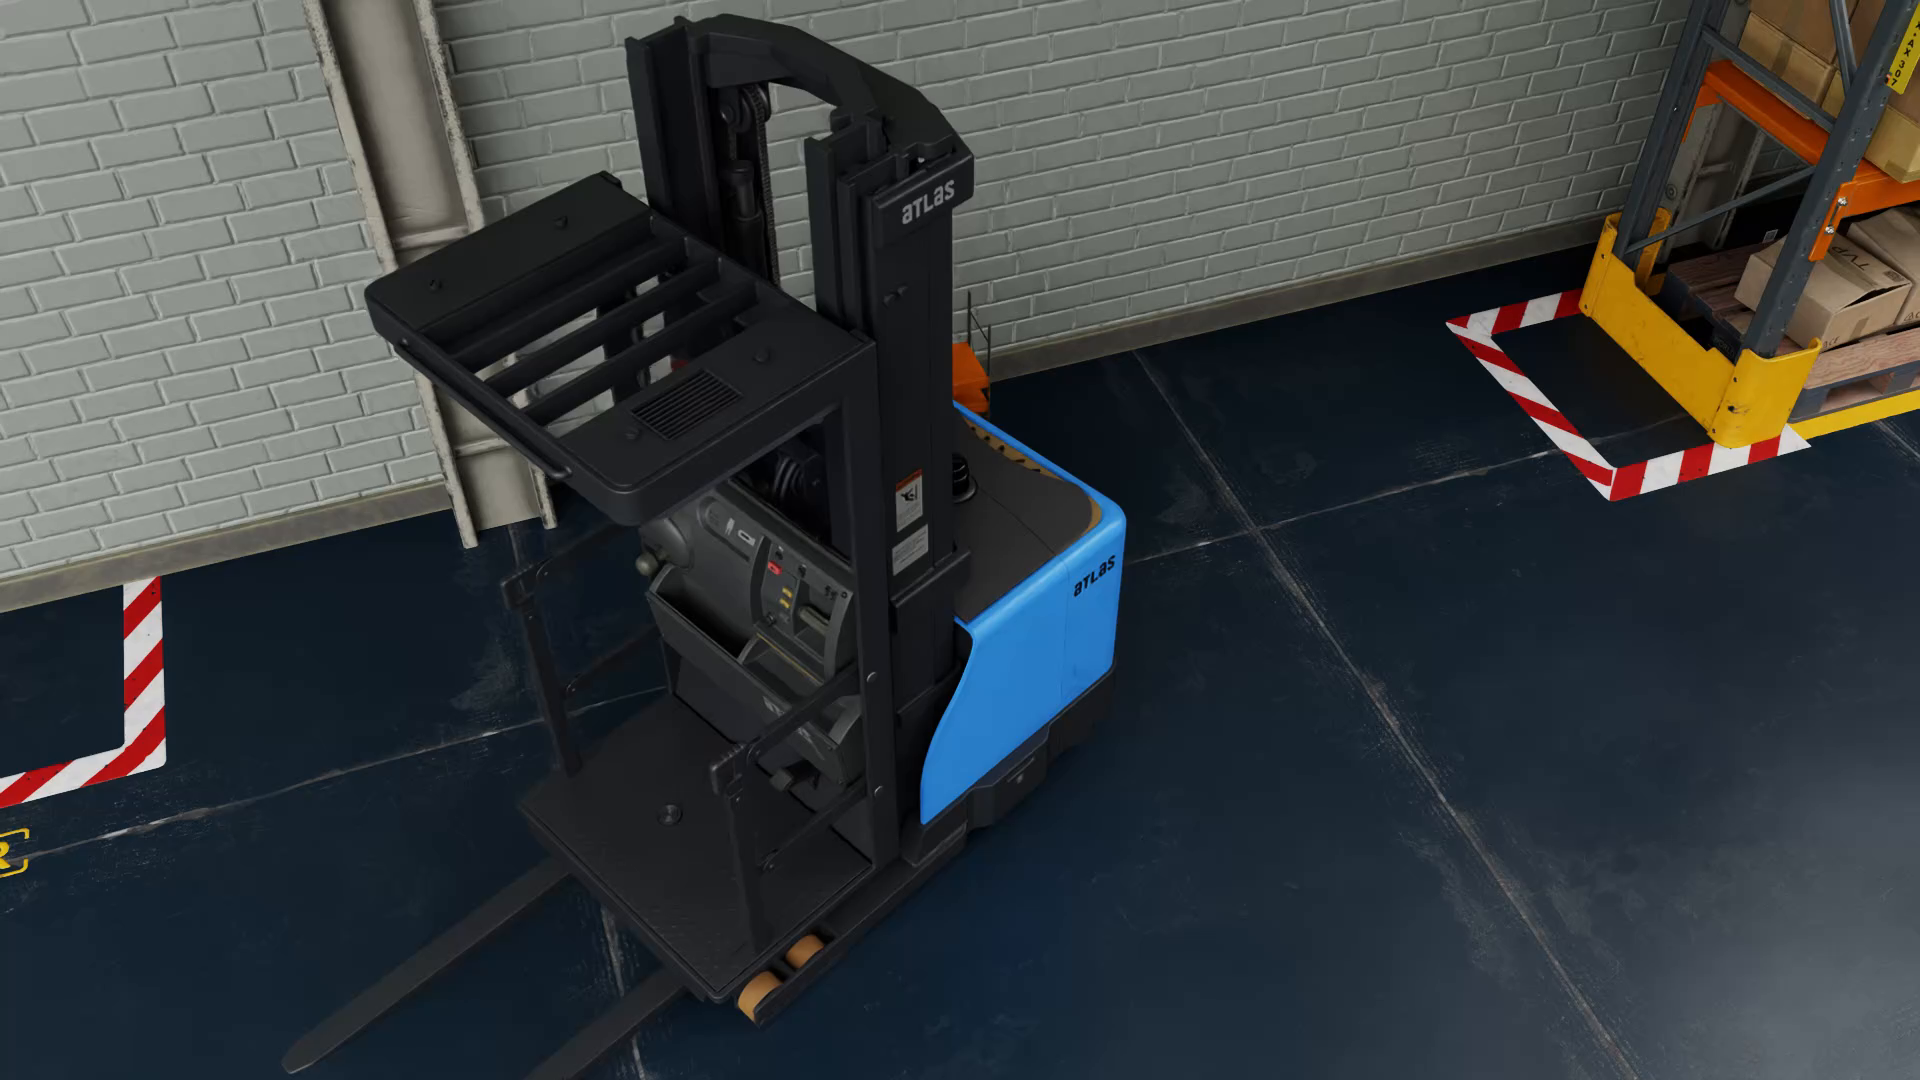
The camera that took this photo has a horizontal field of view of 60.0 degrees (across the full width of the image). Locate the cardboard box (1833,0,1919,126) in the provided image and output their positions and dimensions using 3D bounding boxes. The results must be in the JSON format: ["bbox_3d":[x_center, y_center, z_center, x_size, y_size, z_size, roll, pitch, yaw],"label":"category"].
[{"bbox_3d":[3.873,-2.003,6.500,0.500,0.500,0.500,-14,47,-14],"label":"cardboard box"}]

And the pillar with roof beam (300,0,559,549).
[{"bbox_3d":[-0.495,-0.421,1.126,0.400,9.000,9.100,-14,47,-14],"label":"pillar with roof beam"}]

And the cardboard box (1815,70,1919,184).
[{"bbox_3d":[3.889,-1.730,6.757,0.500,0.250,0.500,-16,47,-15],"label":"cardboard box"}]

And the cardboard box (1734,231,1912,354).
[{"bbox_3d":[4.003,-1.182,7.707,0.500,0.311,0.500,-19,48,-18],"label":"cardboard box"}]

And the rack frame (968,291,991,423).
[{"bbox_3d":[0.072,-0.442,6.653,0.006,1.200,0.240,-14,47,-14],"label":"rack frame"}]

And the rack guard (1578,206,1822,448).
[{"bbox_3d":[3.394,-1.005,7.708,0.348,0.500,1.175,-14,47,-14],"label":"rack guard"}]

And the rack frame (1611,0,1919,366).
[{"bbox_3d":[3.322,-1.870,6.805,0.127,3.000,1.000,-14,47,-14],"label":"rack frame"}]

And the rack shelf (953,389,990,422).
[{"bbox_3d":[-0.014,-0.558,6.492,0.180,0.103,0.258,-14,47,-14],"label":"rack shelf"}]

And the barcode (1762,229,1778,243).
[{"bbox_3d":[3.885,-1.456,7.974,0.075,0.075,0.001,-14,47,-14],"label":"barcode"}]

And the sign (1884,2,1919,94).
[{"bbox_3d":[3.507,-1.814,6.138,0.005,0.325,0.100,-14,47,-14],"label":"sign"}]

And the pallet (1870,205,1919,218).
[{"bbox_3d":[5.315,-1.366,8.272,1.213,0.211,1.003,-14,47,-14],"label":"pallet"}]

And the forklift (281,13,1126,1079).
[{"bbox_3d":[-0.805,0.132,4.858,1.130,2.935,3.031,35,54,30],"label":"forklift"}]

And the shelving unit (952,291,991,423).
[{"bbox_3d":[-0.014,-0.420,6.631,0.189,1.200,0.258,-14,47,-14],"label":"shelving unit"}]

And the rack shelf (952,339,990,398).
[{"bbox_3d":[-0.014,-0.643,6.407,0.180,0.103,0.258,-14,47,-14],"label":"rack shelf"}]

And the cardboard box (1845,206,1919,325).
[{"bbox_3d":[4.540,-1.319,7.844,0.500,0.311,0.500,-11,46,-11],"label":"cardboard box"}]

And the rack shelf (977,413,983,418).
[{"bbox_3d":[-0.014,-0.473,6.577,0.180,0.103,0.258,-14,47,-14],"label":"rack shelf"}]

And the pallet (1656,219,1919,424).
[{"bbox_3d":[4.170,-1.075,7.982,1.213,0.211,1.003,-14,47,-14],"label":"pallet"}]

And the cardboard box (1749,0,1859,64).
[{"bbox_3d":[3.693,-2.343,6.839,0.500,0.500,0.500,-15,47,-14],"label":"cardboard box"}]

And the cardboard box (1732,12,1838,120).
[{"bbox_3d":[3.696,-2.065,7.092,0.500,0.250,0.500,-14,47,-13],"label":"cardboard box"}]

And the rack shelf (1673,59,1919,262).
[{"bbox_3d":[5.203,-2.097,7.539,4.000,0.370,1.077,-14,47,-14],"label":"rack shelf"}]

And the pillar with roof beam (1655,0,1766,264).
[{"bbox_3d":[5.149,-1.864,2.564,0.400,9.000,9.100,-14,47,-14],"label":"pillar with roof beam"}]
